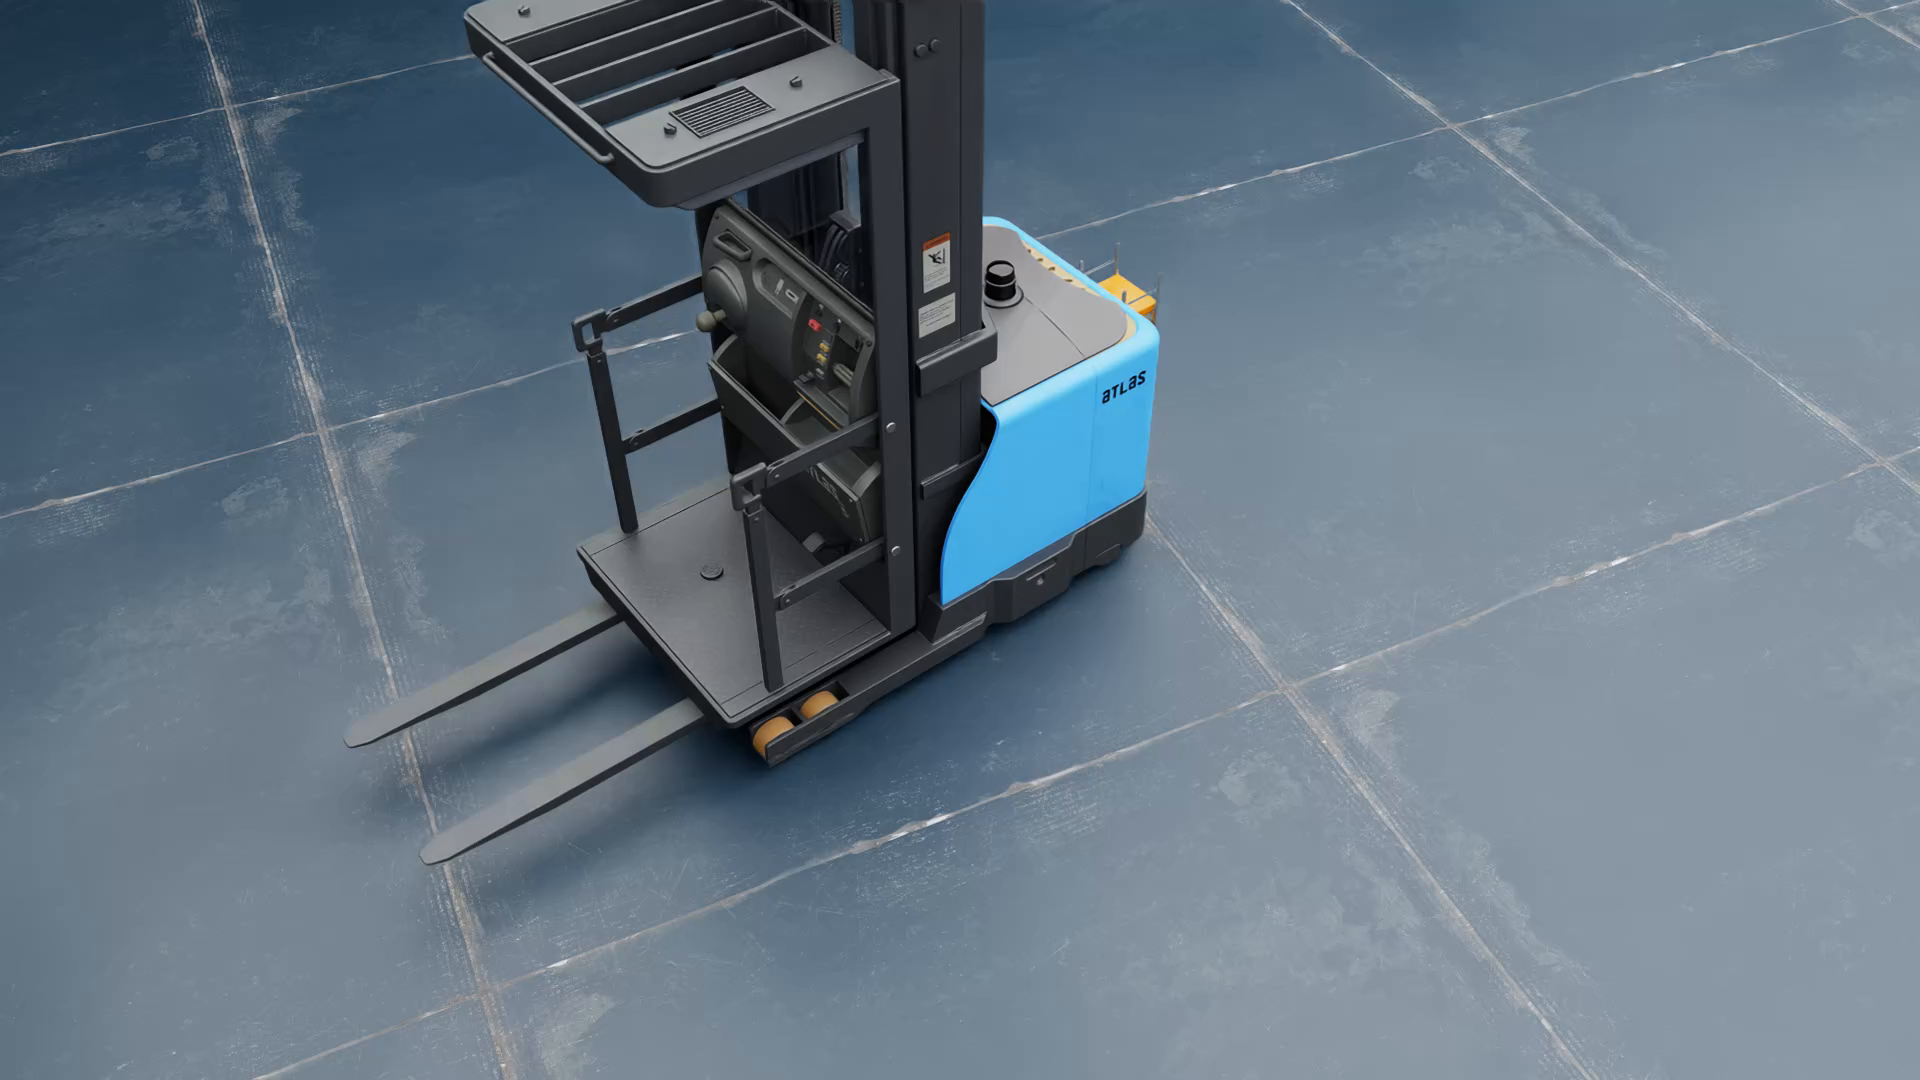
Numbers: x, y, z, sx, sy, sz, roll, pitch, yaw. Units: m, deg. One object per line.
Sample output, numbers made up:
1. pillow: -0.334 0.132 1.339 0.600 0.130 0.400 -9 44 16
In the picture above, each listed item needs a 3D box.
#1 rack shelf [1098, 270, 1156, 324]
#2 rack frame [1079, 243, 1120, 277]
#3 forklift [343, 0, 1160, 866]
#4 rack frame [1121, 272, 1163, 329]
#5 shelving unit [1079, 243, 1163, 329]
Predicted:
1. rack shelf: 0.610 -0.856 6.481 0.215 0.259 0.240 -29 51 -26
2. rack frame: 0.535 -0.729 6.741 0.200 1.050 0.008 -29 51 -26
3. forklift: -0.735 -0.671 5.344 3.031 2.935 1.130 -29 51 -26
4. rack frame: 0.685 -0.594 6.604 0.200 1.050 0.008 -29 51 -26
5. shelving unit: 0.610 -0.661 6.673 0.215 1.050 0.252 -29 51 -26
